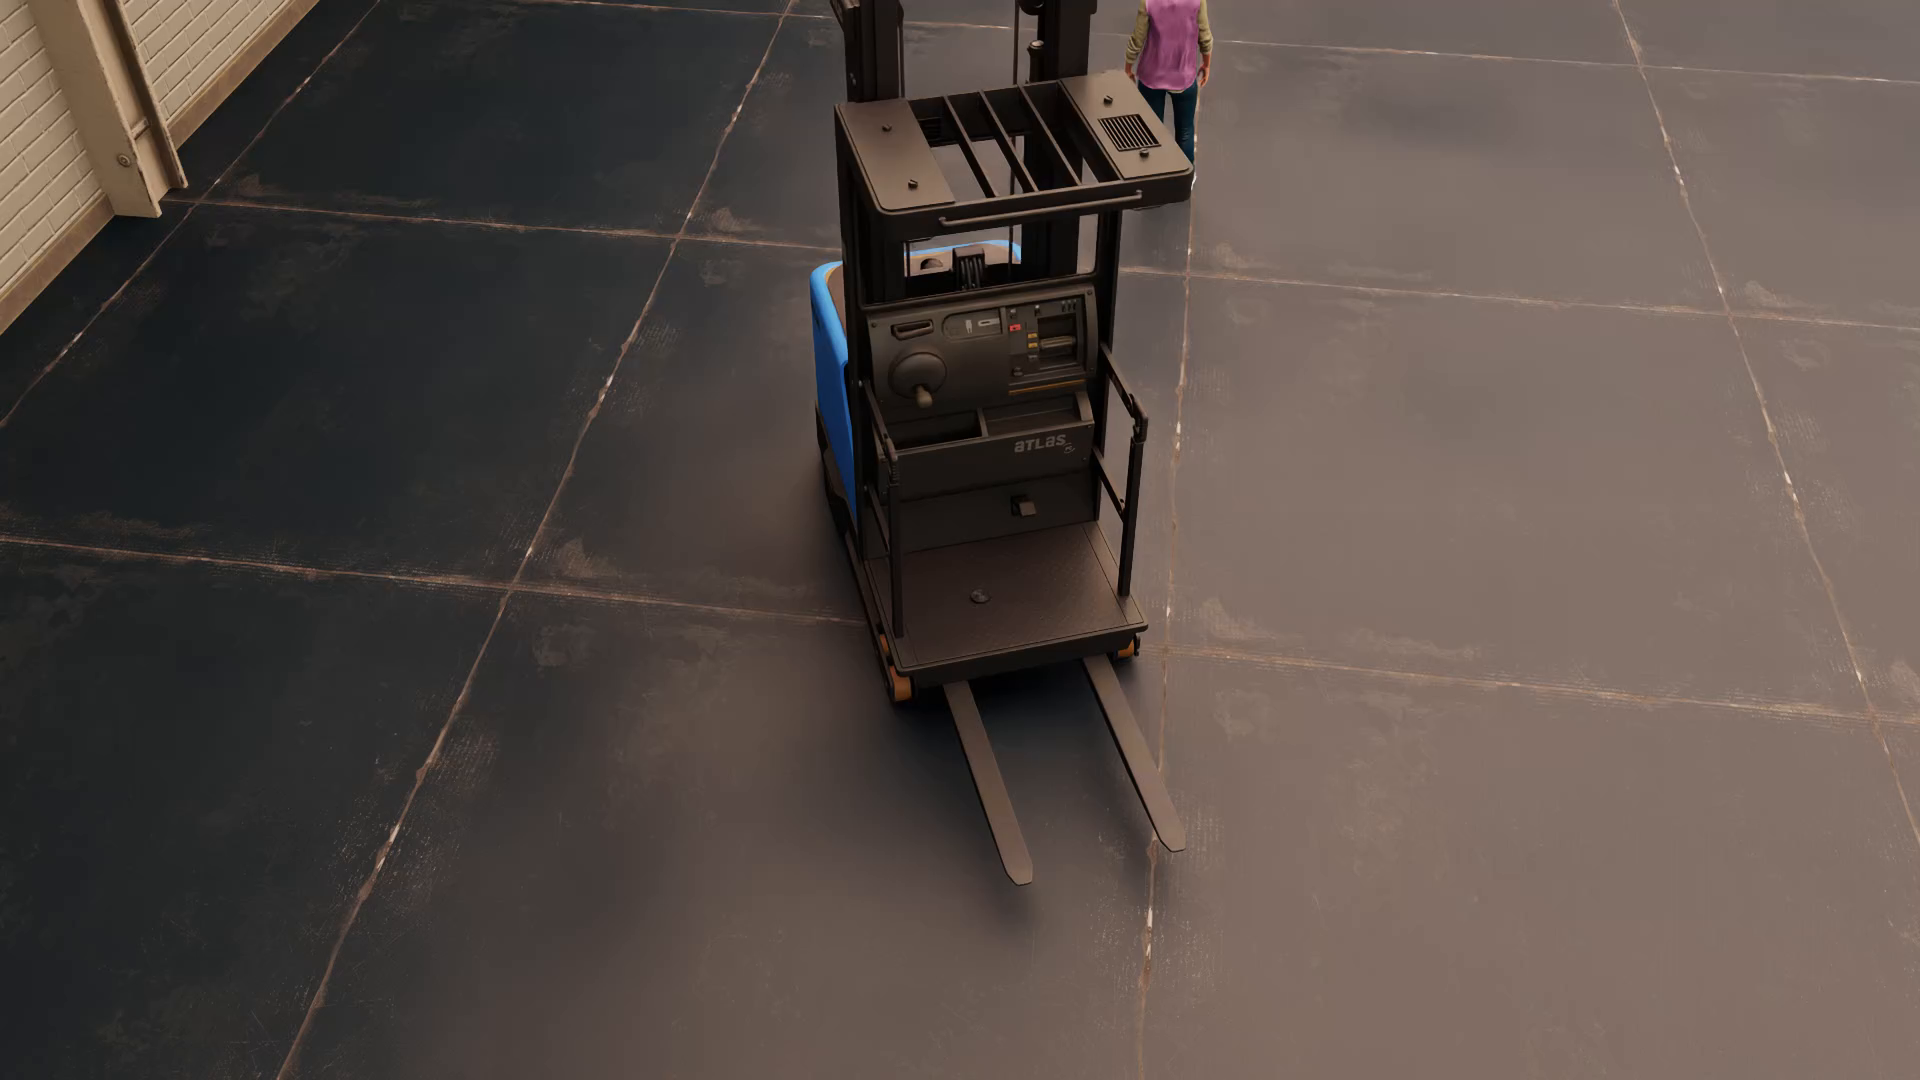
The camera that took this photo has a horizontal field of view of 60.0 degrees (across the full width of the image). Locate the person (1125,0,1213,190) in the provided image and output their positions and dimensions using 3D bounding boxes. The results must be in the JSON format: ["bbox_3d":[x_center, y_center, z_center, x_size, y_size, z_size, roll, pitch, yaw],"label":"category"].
[{"bbox_3d":[1.204,-2.719,9.660,0.521,1.598,0.473,0,43,0],"label":"person"}]

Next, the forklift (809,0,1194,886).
[{"bbox_3d":[0.153,-0.681,6.465,1.130,2.935,3.031,-10,44,-11],"label":"forklift"}]
